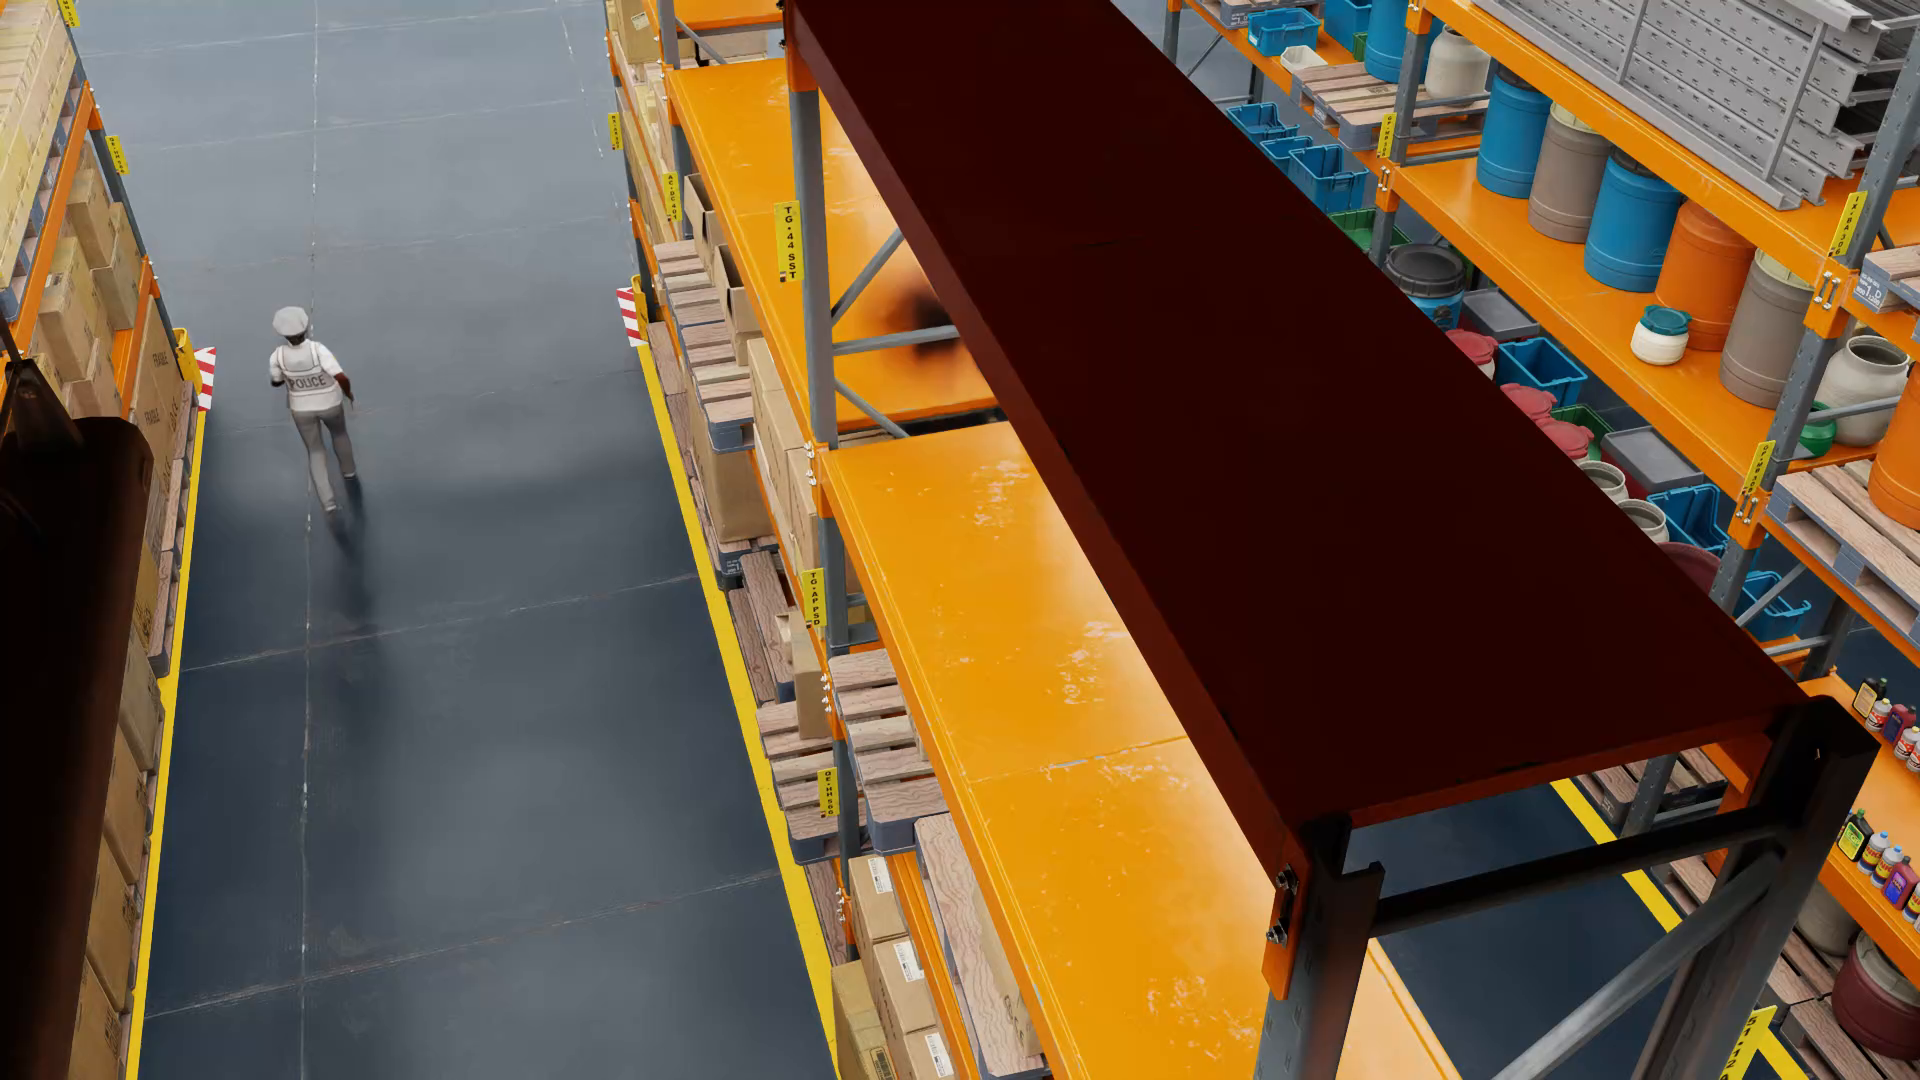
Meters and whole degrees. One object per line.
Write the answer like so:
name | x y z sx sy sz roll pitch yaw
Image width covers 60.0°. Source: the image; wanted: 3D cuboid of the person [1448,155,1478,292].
person | 4.581 -2.851 14.956 0.651 1.807 0.979 -18 42 -21

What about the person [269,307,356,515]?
person | -4.905 -1.013 12.711 0.580 1.706 0.893 -11 40 -14
